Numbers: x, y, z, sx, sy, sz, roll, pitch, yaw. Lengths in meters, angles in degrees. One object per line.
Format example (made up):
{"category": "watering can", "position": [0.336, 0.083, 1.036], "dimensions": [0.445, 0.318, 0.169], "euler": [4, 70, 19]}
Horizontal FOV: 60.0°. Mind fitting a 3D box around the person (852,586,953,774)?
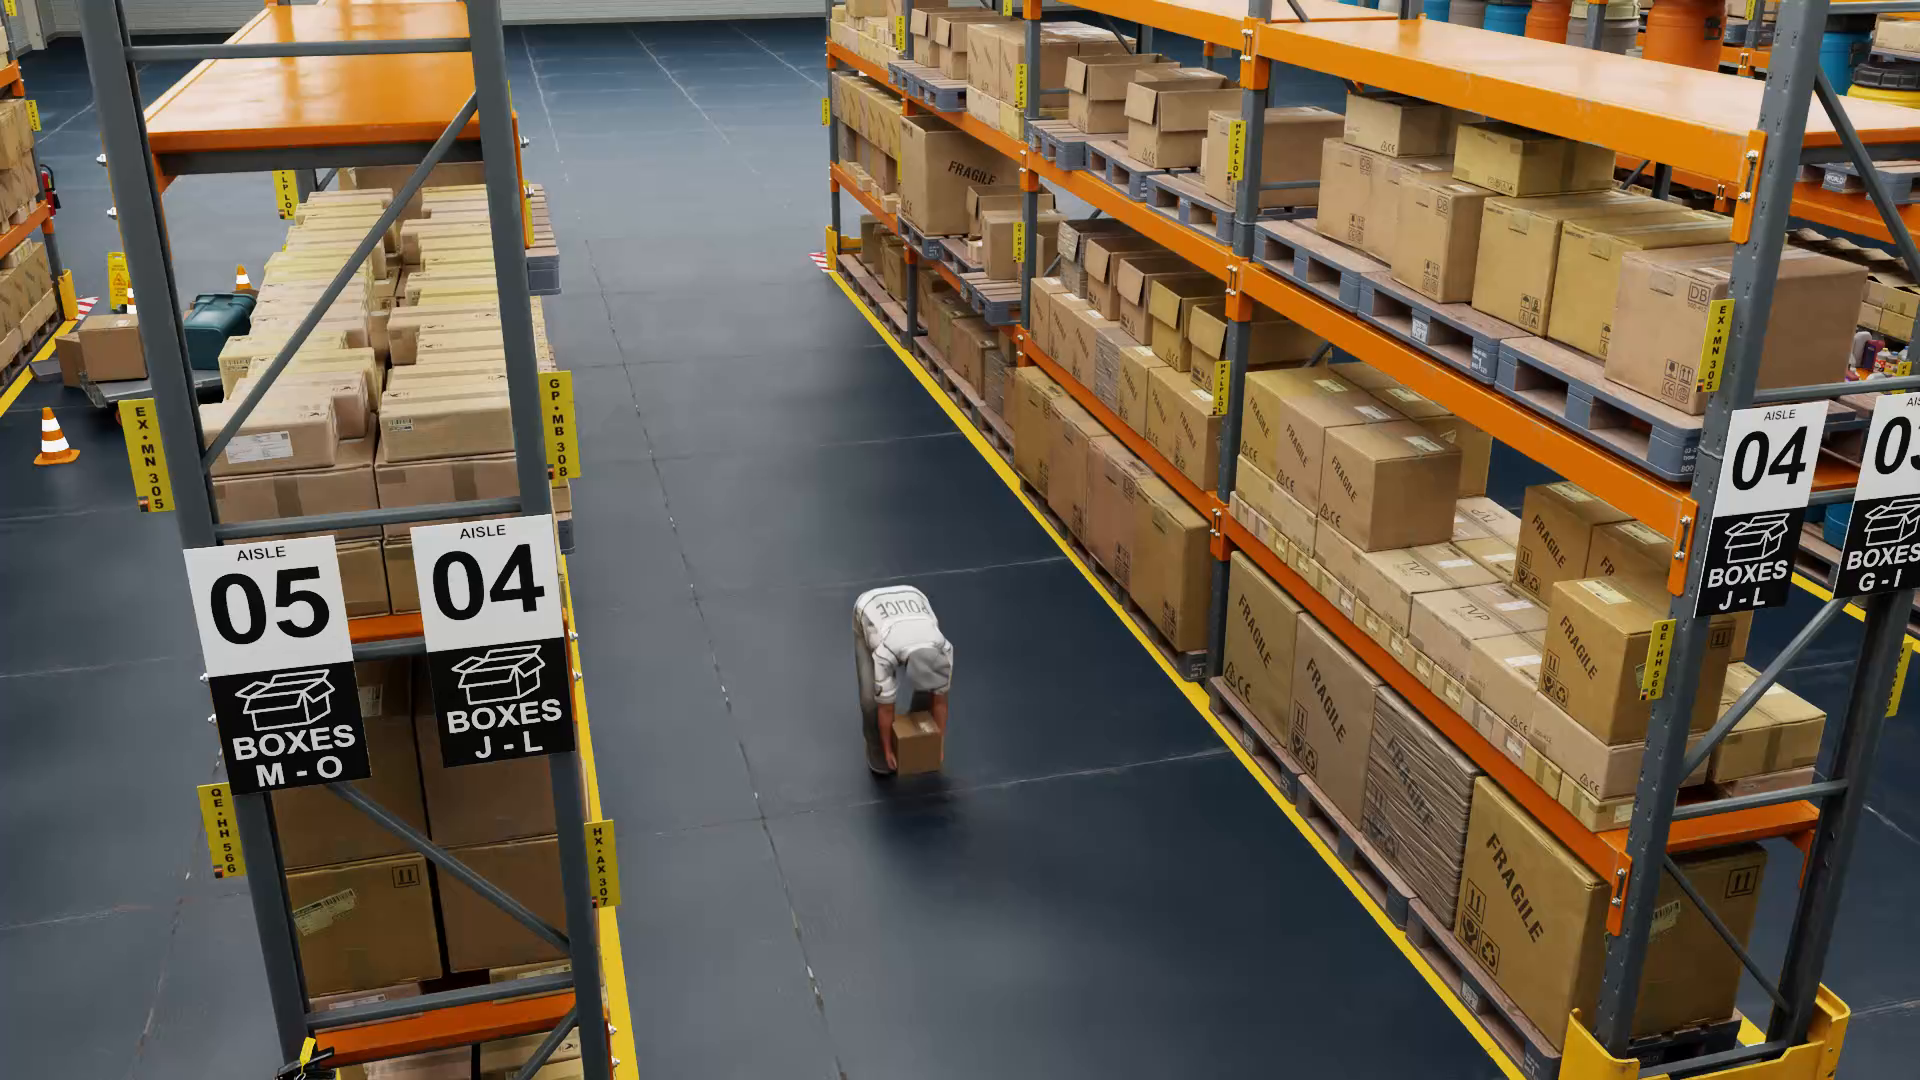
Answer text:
{"category": "person", "position": [-0.299, 0.866, 9.463], "dimensions": [0.505, 1.080, 1.044], "euler": [-7, 24, -17]}
